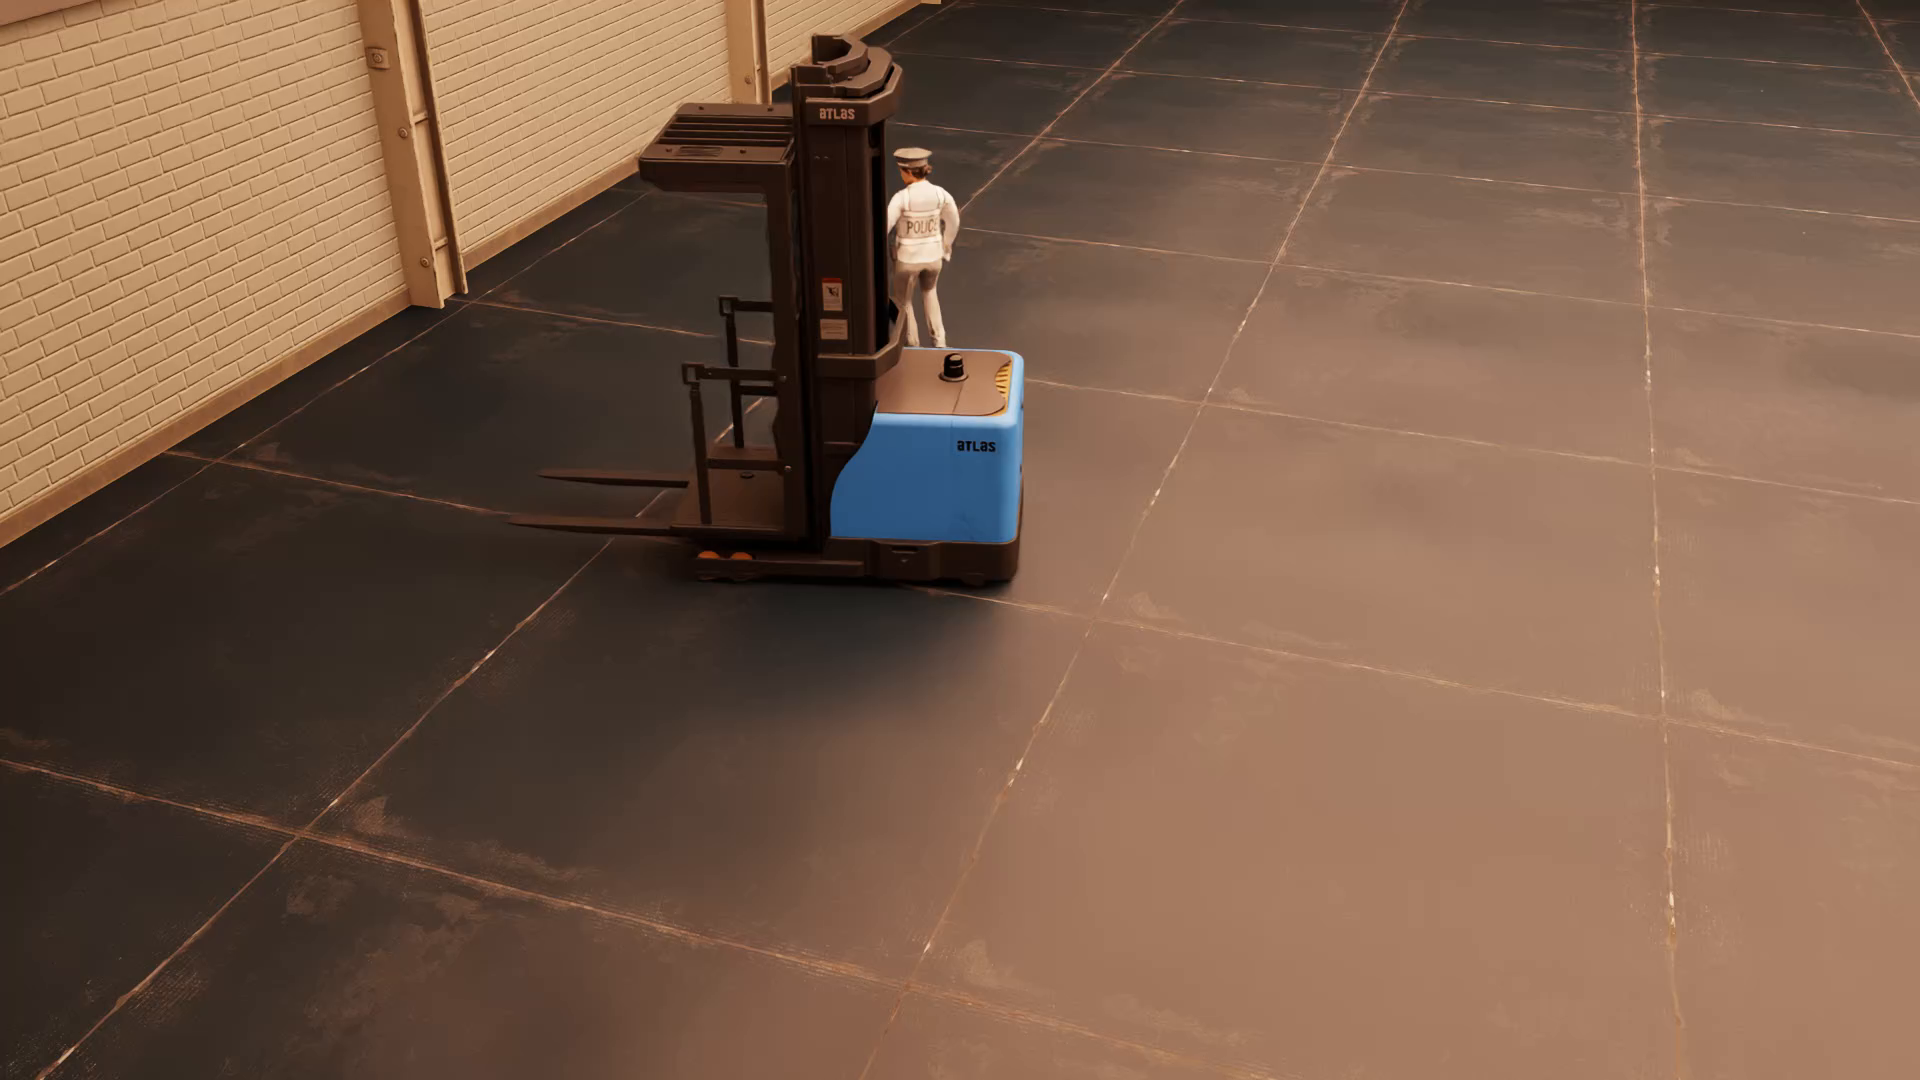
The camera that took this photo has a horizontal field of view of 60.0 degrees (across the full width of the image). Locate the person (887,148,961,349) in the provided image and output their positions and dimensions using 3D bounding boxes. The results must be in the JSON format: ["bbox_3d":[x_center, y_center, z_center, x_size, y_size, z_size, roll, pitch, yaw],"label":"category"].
[{"bbox_3d":[-0.359,-2.017,12.003,0.754,1.660,0.440,-10,31,-17],"label":"person"}]

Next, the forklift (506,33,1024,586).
[{"bbox_3d":[-1.150,-1.291,9.401,3.031,2.935,1.130,2,30,4],"label":"forklift"}]
